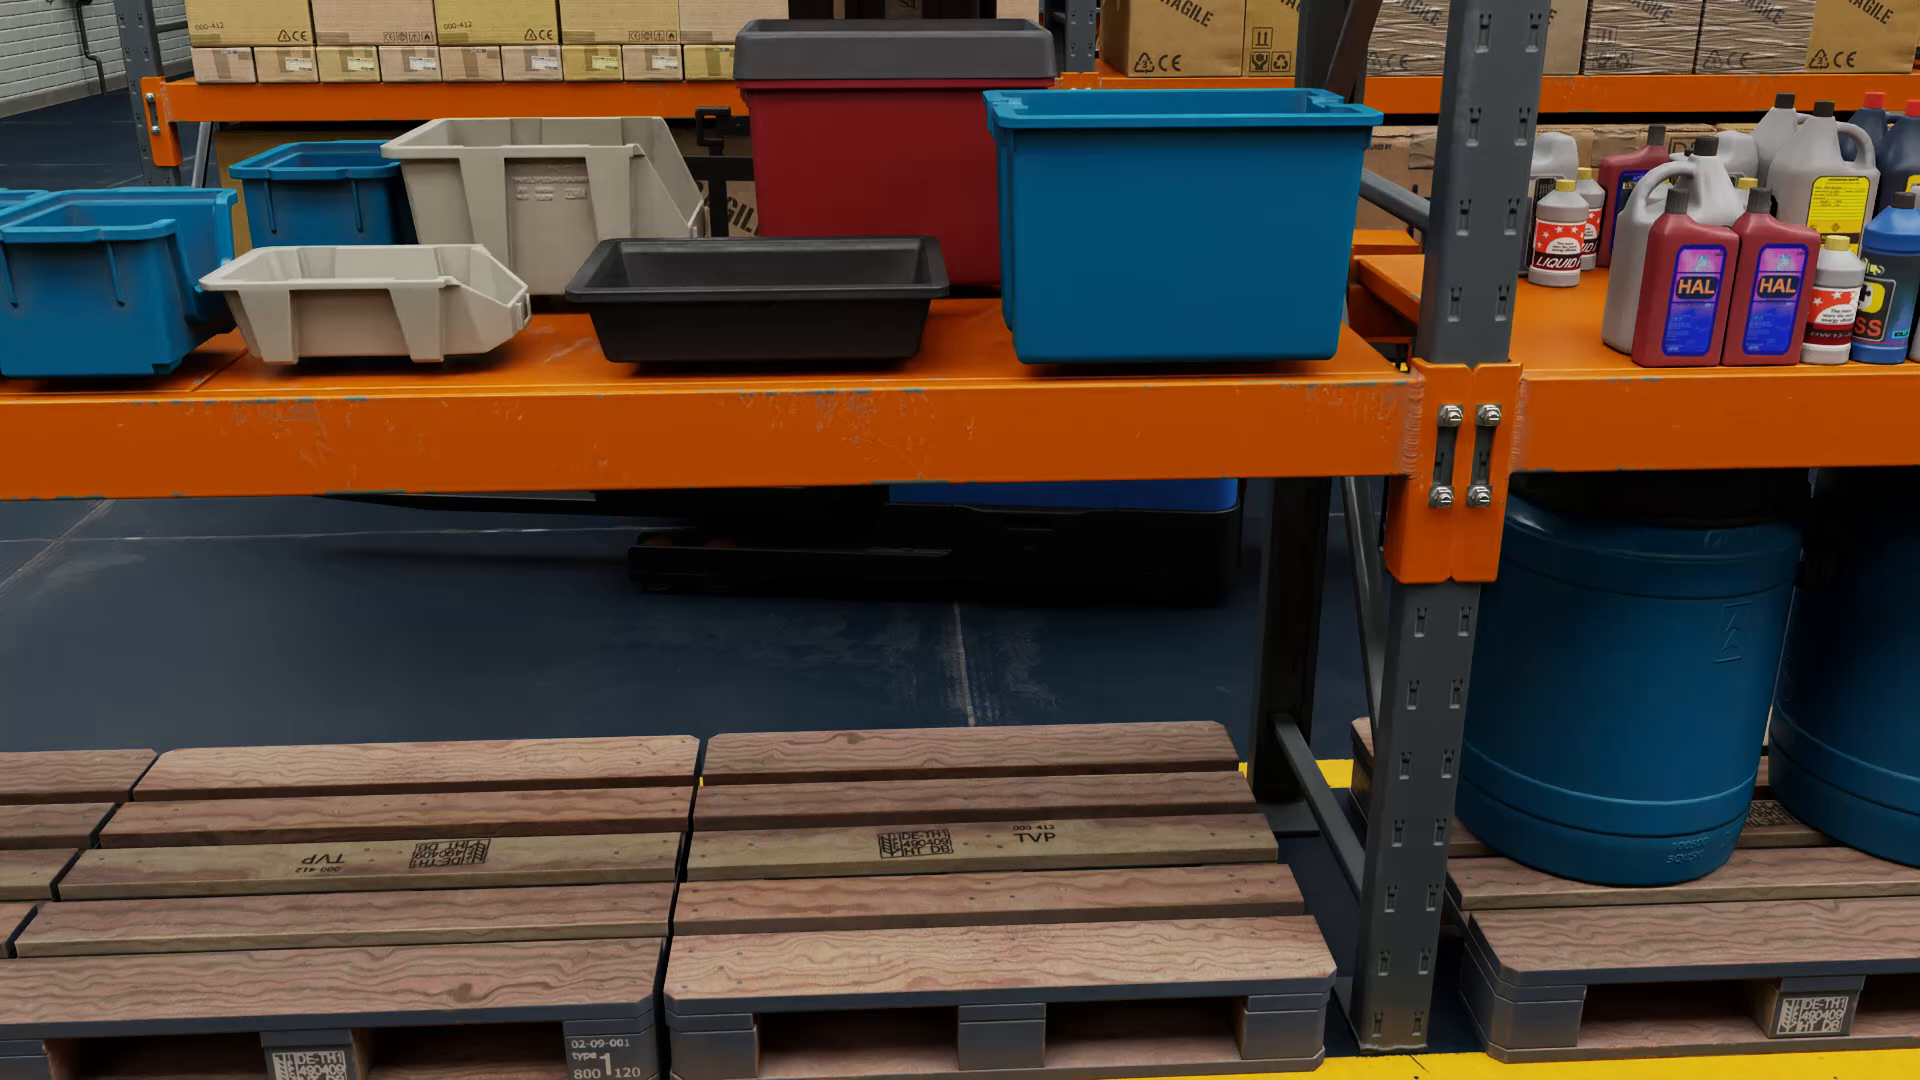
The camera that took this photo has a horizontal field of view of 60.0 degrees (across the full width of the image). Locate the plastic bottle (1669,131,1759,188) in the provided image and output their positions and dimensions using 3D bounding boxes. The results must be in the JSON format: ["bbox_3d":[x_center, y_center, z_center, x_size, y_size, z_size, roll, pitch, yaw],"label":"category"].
[{"bbox_3d":[1.520,-0.692,3.398,0.135,0.276,0.152,-1,21,-3],"label":"plastic bottle"}]

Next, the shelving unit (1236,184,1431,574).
[{"bbox_3d":[1.150,-0.503,5.255,0.503,1.200,0.258,2,21,5],"label":"shelving unit"}]

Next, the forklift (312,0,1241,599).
[{"bbox_3d":[-0.621,-1.389,5.151,3.031,2.935,1.130,2,21,5],"label":"forklift"}]

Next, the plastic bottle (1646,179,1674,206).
[{"bbox_3d":[1.406,-0.643,3.374,0.097,0.201,0.097,0,21,0],"label":"plastic bottle"}]

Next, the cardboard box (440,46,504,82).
[{"bbox_3d":[-2.097,-2.092,7.254,0.250,0.149,0.380,-2,21,-4],"label":"cardboard box"}]

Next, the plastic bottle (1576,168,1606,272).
[{"bbox_3d":[1.270,-0.662,3.424,0.097,0.201,0.097,0,21,0],"label":"plastic bottle"}]

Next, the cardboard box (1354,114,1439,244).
[{"bbox_3d":[2.028,-1.621,8.060,0.875,0.875,1.225,-2,21,-5],"label":"cardboard box"}]

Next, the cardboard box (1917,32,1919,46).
[{"bbox_3d":[10.102,-5.277,17.486,0.500,0.500,0.500,-2,21,-4],"label":"cardboard box"}]

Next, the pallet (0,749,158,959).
[{"bbox_3d":[-2.387,0.761,3.325,1.213,0.211,1.003,-1,21,-3],"label":"pallet"}]

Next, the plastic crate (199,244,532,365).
[{"bbox_3d":[-0.941,-0.383,2.697,0.466,0.136,0.293,-1,21,-3],"label":"plastic crate"}]

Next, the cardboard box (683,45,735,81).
[{"bbox_3d":[-1.071,-2.113,7.309,0.250,0.149,0.380,-1,21,-4],"label":"cardboard box"}]

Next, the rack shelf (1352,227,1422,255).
[{"bbox_3d":[1.150,-0.870,5.115,0.480,0.148,0.258,2,21,5],"label":"rack shelf"}]

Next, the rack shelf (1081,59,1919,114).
[{"bbox_3d":[2.494,-2.084,7.890,4.000,0.370,1.077,-1,21,-3],"label":"rack shelf"}]

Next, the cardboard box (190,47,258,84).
[{"bbox_3d":[-3.122,-2.071,7.198,0.250,0.149,0.380,-1,21,-2],"label":"cardboard box"}]

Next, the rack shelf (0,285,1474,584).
[{"bbox_3d":[-1.216,-0.243,3.055,4.000,0.370,1.077,-1,21,-3],"label":"rack shelf"}]

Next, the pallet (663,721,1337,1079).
[{"bbox_3d":[0.049,0.712,3.455,1.213,0.211,1.003,-1,21,-3],"label":"pallet"}]

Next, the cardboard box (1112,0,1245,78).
[{"bbox_3d":[0.971,-2.347,7.429,0.500,0.500,0.500,-1,21,-3],"label":"cardboard box"}]

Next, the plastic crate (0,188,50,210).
[{"bbox_3d":[-1.633,-0.404,2.616,0.300,0.233,0.416,-1,21,-3],"label":"plastic crate"}]

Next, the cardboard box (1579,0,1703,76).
[{"bbox_3d":[2.996,-2.390,7.542,0.500,0.500,0.500,-2,21,-5],"label":"cardboard box"}]

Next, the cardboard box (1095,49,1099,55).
[{"bbox_3d":[1.045,-3.627,12.801,0.500,0.250,0.500,-2,21,-4],"label":"cardboard box"}]

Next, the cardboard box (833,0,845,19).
[{"bbox_3d":[-0.445,-2.335,7.331,0.500,0.250,0.500,-1,21,-1],"label":"cardboard box"}]

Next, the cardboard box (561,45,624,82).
[{"bbox_3d":[-1.587,-2.103,7.281,0.250,0.149,0.380,-2,21,-4],"label":"cardboard box"}]

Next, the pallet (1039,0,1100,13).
[{"bbox_3d":[1.087,-4.018,12.228,1.213,0.211,1.003,-1,21,-3],"label":"pallet"}]

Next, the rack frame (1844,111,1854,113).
[{"bbox_3d":[4.491,-2.461,7.869,0.127,3.000,1.000,-1,21,-3],"label":"rack frame"}]

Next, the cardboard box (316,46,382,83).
[{"bbox_3d":[-2.611,-2.082,7.227,0.250,0.149,0.380,-2,21,-4],"label":"cardboard box"}]

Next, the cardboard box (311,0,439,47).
[{"bbox_3d":[-2.483,-2.294,7.223,0.500,0.250,0.500,-1,21,-4],"label":"cardboard box"}]

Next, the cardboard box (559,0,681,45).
[{"bbox_3d":[-1.460,-2.315,7.279,0.500,0.250,0.500,-2,21,-4],"label":"cardboard box"}]

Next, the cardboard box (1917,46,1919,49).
[{"bbox_3d":[7.688,-3.406,12.924,0.750,0.750,1.050,-1,21,-3],"label":"cardboard box"}]

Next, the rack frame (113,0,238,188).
[{"bbox_3d":[-3.496,-2.298,7.442,0.127,3.000,1.000,-1,21,-3],"label":"rack frame"}]

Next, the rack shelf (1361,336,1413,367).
[{"bbox_3d":[1.150,-0.649,5.199,0.480,0.148,0.258,2,21,5],"label":"rack shelf"}]

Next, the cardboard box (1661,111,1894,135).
[{"bbox_3d":[3.801,-1.657,8.155,0.875,0.875,1.225,-2,21,-6],"label":"cardboard box"}]

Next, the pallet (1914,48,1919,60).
[{"bbox_3d":[5.197,-2.423,8.040,1.003,0.211,1.213,-1,21,-3],"label":"pallet"}]

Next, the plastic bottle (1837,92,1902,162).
[{"bbox_3d":[1.864,-0.736,3.407,0.185,0.351,0.144,-1,21,-3],"label":"plastic bottle"}]

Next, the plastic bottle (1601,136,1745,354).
[{"bbox_3d":[1.191,-0.490,2.761,0.185,0.351,0.144,-1,21,-3],"label":"plastic bottle"}]

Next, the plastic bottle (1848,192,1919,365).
[{"bbox_3d":[1.515,-0.429,2.714,0.097,0.271,0.097,0,21,0],"label":"plastic bottle"}]

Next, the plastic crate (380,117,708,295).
[{"bbox_3d":[-0.755,-0.627,3.135,0.530,0.282,0.437,-1,21,-3],"label":"plastic crate"}]

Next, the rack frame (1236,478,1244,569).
[{"bbox_3d":[0.907,-0.510,5.275,0.015,1.200,0.240,2,21,5],"label":"rack frame"}]

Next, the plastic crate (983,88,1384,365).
[{"bbox_3d":[0.334,-0.510,2.683,0.575,0.384,0.392,-1,21,-3],"label":"plastic crate"}]

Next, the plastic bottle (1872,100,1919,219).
[{"bbox_3d":[1.872,-0.685,3.273,0.185,0.351,0.144,-1,21,-3],"label":"plastic bottle"}]

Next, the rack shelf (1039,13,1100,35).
[{"bbox_3d":[2.312,-3.848,12.523,4.000,0.370,1.077,-1,21,-3],"label":"rack shelf"}]

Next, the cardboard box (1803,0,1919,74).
[{"bbox_3d":[4.013,-2.410,7.593,0.500,0.500,0.500,-1,21,-1],"label":"cardboard box"}]

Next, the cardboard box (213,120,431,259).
[{"bbox_3d":[-2.861,-1.543,7.854,0.875,0.875,0.875,-1,21,-3],"label":"cardboard box"}]

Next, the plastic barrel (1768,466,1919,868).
[{"bbox_3d":[2.032,0.145,3.384,0.708,0.901,0.600,-1,21,-3],"label":"plastic barrel"}]

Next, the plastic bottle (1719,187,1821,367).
[{"bbox_3d":[1.304,-0.424,2.683,0.133,0.283,0.061,-1,21,-3],"label":"plastic bottle"}]

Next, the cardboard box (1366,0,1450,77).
[{"bbox_3d":[1.973,-2.367,7.483,0.500,0.500,0.500,-2,21,-4],"label":"cardboard box"}]
